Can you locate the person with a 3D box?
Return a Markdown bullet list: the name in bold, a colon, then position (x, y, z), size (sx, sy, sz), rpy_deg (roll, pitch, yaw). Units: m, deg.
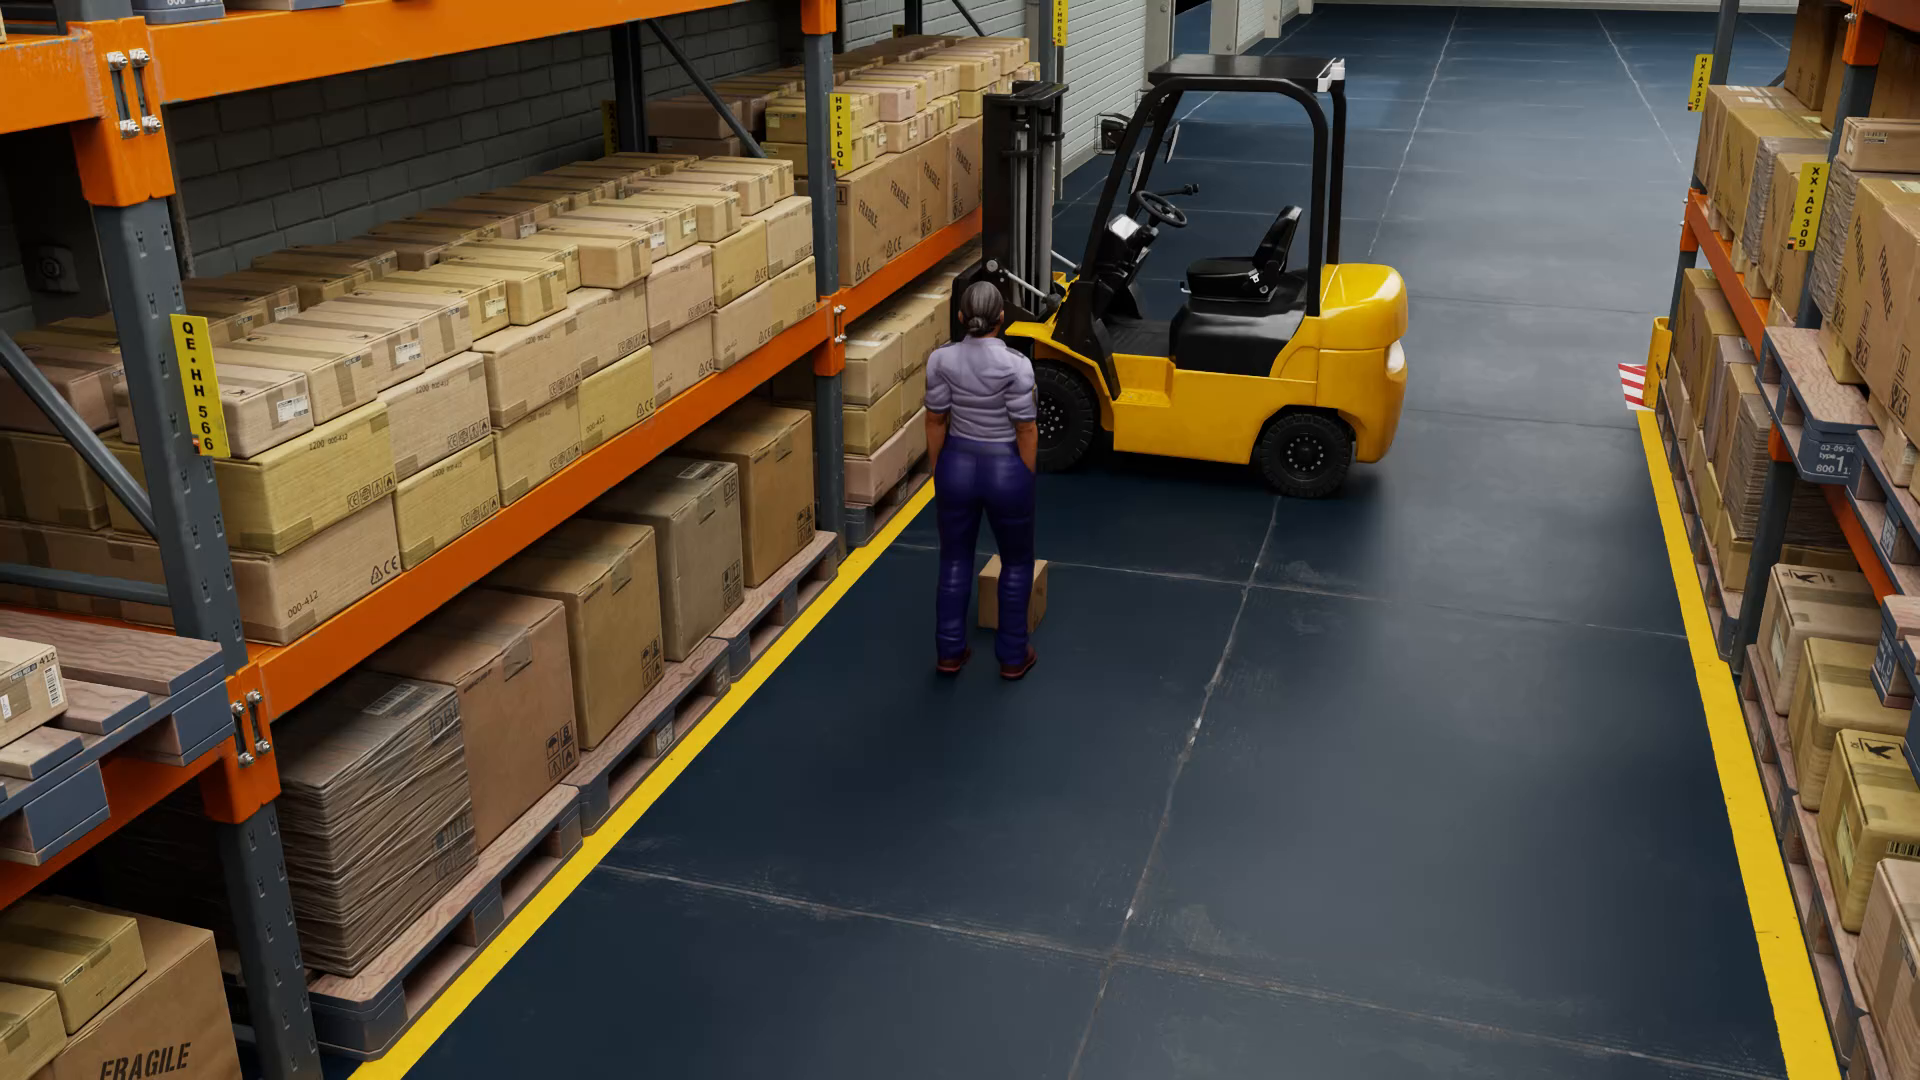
- **person**: position (0.092, -0.235, 6.706), size (0.466, 1.653, 0.344), rpy_deg (7, 23, 17)
